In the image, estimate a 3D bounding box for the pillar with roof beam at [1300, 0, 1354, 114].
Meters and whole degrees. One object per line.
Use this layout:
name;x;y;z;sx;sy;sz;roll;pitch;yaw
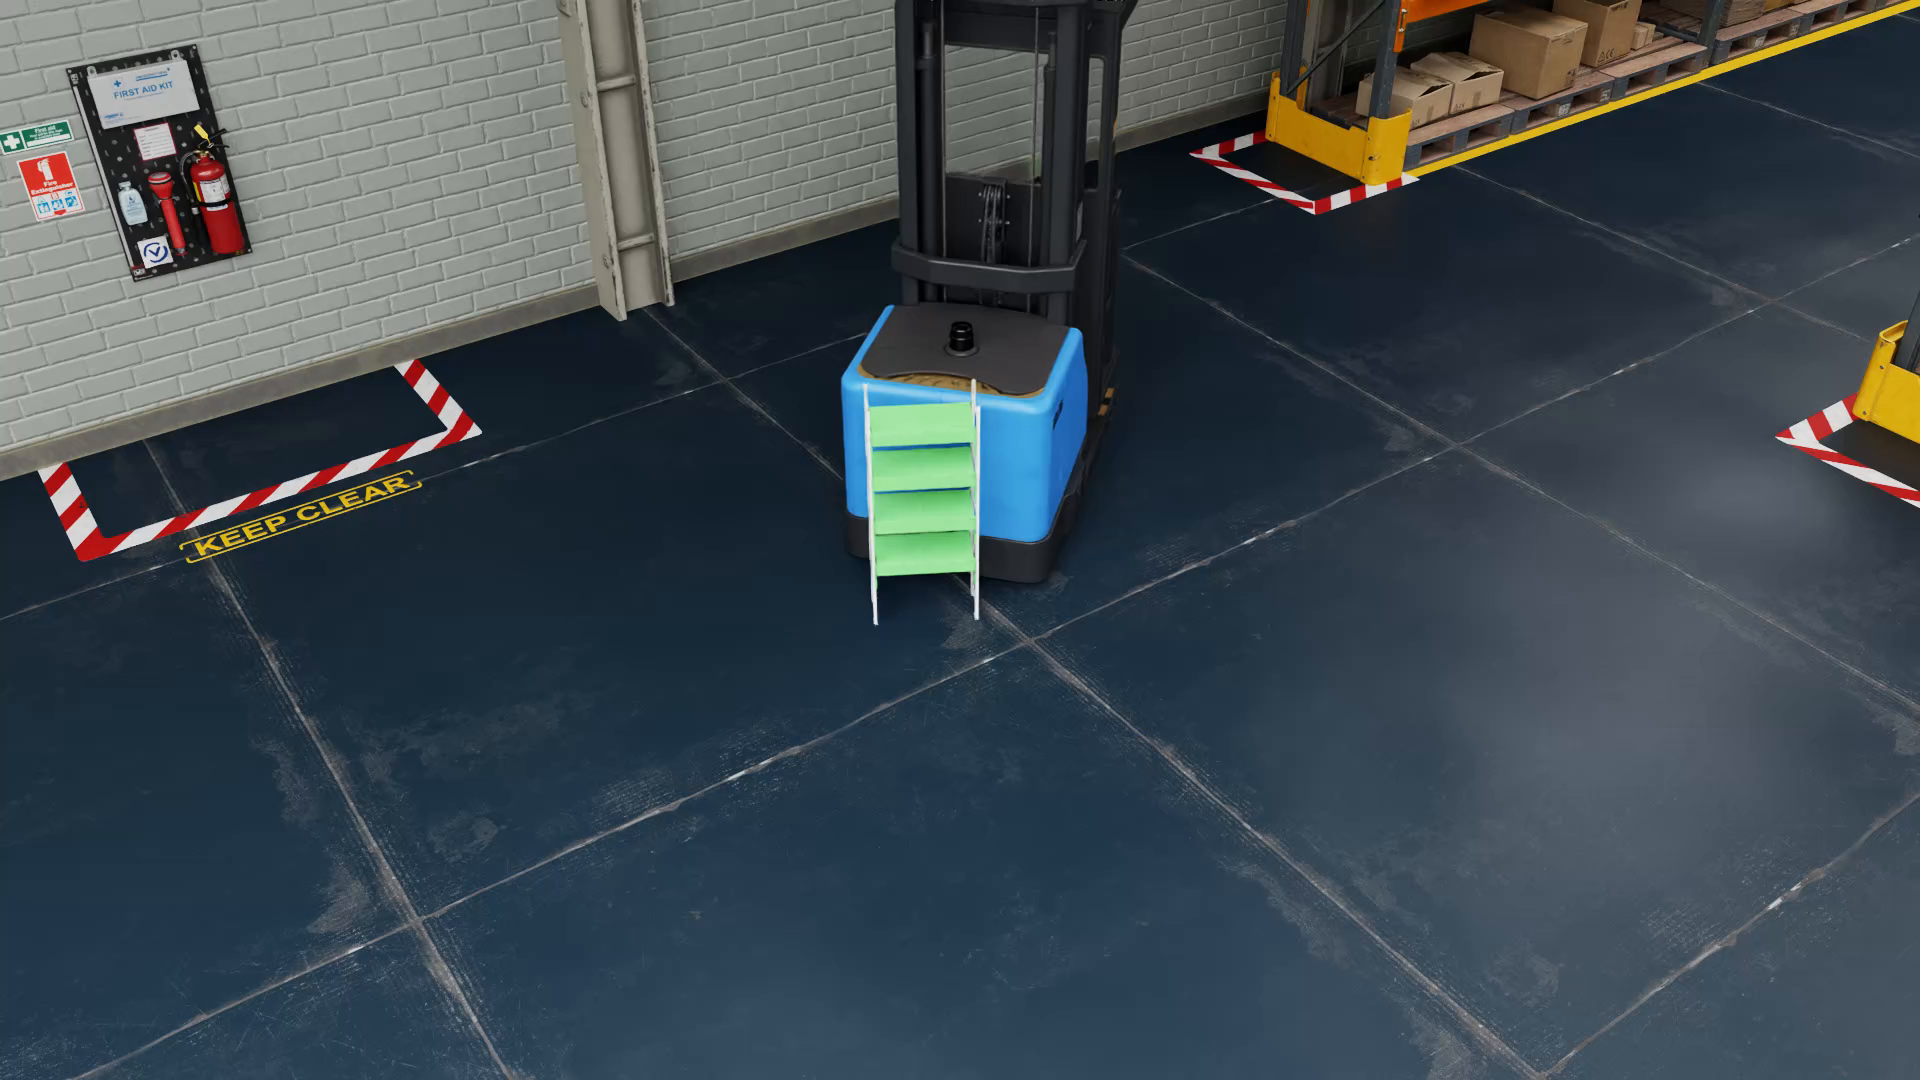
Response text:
pillar with roof beam;5.310;-5.136;7.997;0.400;9.000;9.100;-22;41;-28

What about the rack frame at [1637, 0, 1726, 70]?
rack frame;6.026;-5.452;13.575;0.127;3.000;1.000;-22;41;-28

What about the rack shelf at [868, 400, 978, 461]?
rack shelf;-0.172;-0.496;7.512;0.480;0.148;0.258;-3;36;-4

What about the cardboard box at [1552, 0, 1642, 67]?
cardboard box;5.200;-4.248;13.665;0.500;0.500;0.500;-26;43;-31

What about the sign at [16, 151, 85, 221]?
sign;-4.628;-1.802;8.469;0.234;0.329;0.001;-22;41;-28

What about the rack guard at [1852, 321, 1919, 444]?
rack guard;5.593;-0.721;9.138;0.348;0.500;1.175;-22;41;-28

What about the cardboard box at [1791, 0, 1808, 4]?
cardboard box;7.452;-5.222;15.019;0.500;0.500;0.700;-22;41;-27

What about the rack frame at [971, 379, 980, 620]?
rack frame;0.071;-0.171;7.773;0.015;1.200;0.240;-3;36;-4

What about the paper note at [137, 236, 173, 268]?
paper note;-4.301;-1.540;8.890;0.142;0.148;0.016;-22;41;-28

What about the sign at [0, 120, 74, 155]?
sign;-4.619;-2.014;8.310;0.331;0.109;0.001;-22;41;-28

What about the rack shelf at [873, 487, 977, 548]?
rack shelf;-0.172;-0.106;7.793;0.480;0.148;0.258;-3;36;-4

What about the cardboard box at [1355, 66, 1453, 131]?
cardboard box;3.373;-3.384;12.625;0.500;0.311;0.500;-28;44;-33

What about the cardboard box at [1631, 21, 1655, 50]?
cardboard box;5.606;-4.286;14.004;0.250;0.166;0.380;-28;44;-33

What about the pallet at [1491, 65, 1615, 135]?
pallet;4.499;-3.665;13.478;1.213;0.211;1.003;-22;41;-28

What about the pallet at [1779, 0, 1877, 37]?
pallet;7.659;-4.995;15.328;1.213;0.211;1.003;-22;41;-28

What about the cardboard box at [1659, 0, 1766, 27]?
cardboard box;6.618;-4.871;14.532;0.500;0.500;0.700;-21;41;-26

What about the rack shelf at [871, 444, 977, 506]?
rack shelf;-0.172;-0.301;7.652;0.480;0.148;0.258;-3;36;-4

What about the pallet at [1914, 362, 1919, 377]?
pallet;6.214;-0.889;9.619;1.213;0.211;1.003;-22;41;-28

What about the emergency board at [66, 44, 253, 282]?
emergency board;-4.116;-1.924;8.669;0.643;1.169;0.194;-22;41;-28

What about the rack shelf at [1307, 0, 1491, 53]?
rack shelf;4.391;-4.487;12.850;4.000;0.370;1.077;-22;41;-28

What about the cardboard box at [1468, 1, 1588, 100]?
cardboard box;4.468;-3.875;13.146;0.500;0.500;0.700;-25;43;-31

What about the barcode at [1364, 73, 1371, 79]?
barcode;3.158;-3.584;12.896;0.075;0.075;0.001;-22;41;-28

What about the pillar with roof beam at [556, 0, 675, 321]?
pillar with roof beam;0.406;-3.118;5.191;0.400;9.000;9.100;-22;41;-28

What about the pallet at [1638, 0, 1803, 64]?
pallet;6.661;-4.583;14.754;1.213;0.211;1.003;-22;41;-28

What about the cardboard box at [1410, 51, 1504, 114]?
cardboard box;3.839;-3.575;12.892;0.500;0.311;0.500;-19;40;-24

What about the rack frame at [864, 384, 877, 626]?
rack frame;-0.415;-0.145;7.737;0.015;1.200;0.240;-3;36;-4

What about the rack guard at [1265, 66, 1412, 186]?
rack guard;2.818;-3.118;12.470;0.348;0.500;1.175;-22;41;-28

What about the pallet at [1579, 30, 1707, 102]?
pallet;5.497;-4.077;14.052;1.213;0.211;1.003;-22;41;-28

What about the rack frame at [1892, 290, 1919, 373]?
rack frame;5.613;-1.744;8.419;0.127;3.000;1.000;-22;41;-28

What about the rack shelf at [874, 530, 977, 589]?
rack shelf;-0.172;0.089;7.933;0.480;0.148;0.258;-3;36;-4

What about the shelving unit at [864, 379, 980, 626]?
shelving unit;-0.172;-0.158;7.755;0.503;1.200;0.258;-3;36;-4

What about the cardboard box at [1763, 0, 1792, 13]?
cardboard box;7.011;-5.069;14.807;0.500;0.500;0.700;-23;42;-29

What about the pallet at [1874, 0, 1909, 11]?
pallet;8.656;-5.403;15.896;1.213;0.211;1.003;-22;41;-28

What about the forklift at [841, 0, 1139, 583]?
forklift;0.288;-1.838;8.609;1.130;2.935;3.031;9;37;12

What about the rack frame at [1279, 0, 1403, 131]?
rack frame;2.756;-4.107;11.704;0.127;3.000;1.000;-22;41;-28

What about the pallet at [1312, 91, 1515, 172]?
pallet;3.503;-3.257;12.911;1.213;0.211;1.003;-22;41;-28
